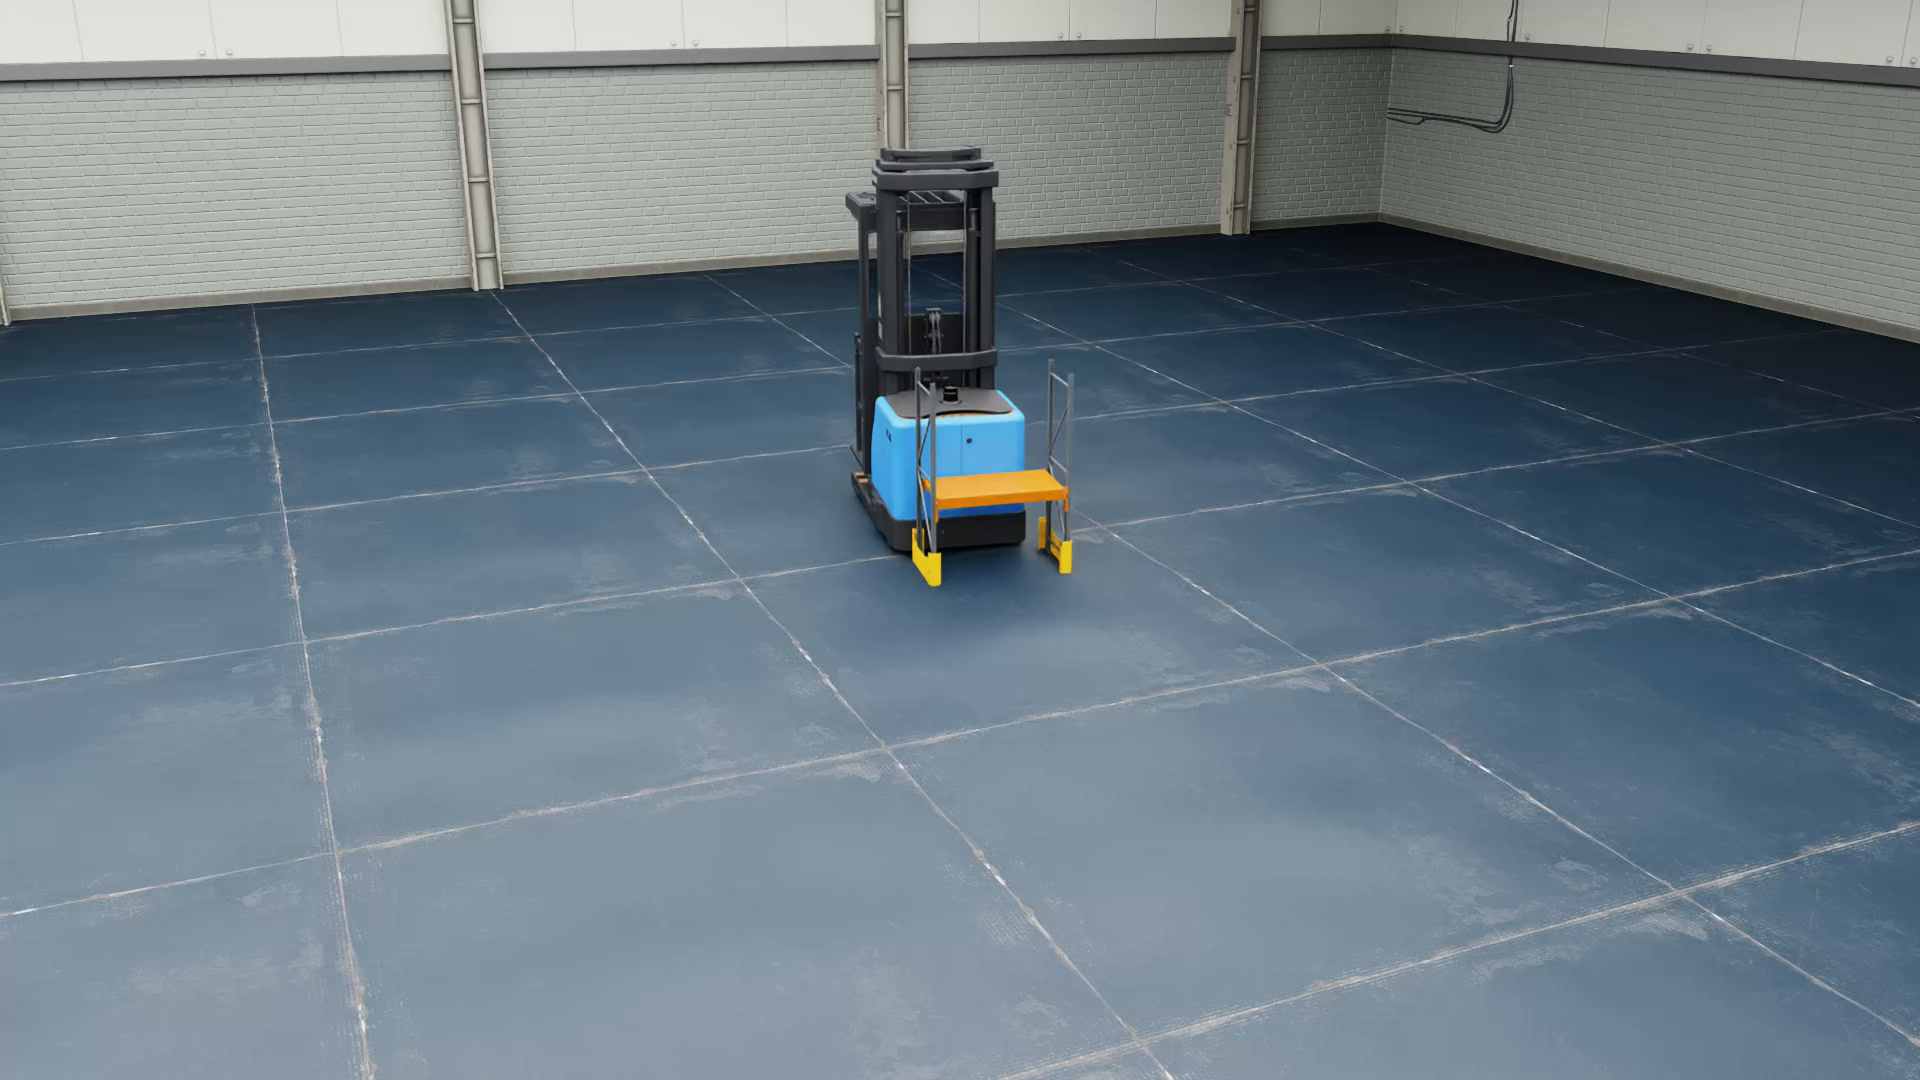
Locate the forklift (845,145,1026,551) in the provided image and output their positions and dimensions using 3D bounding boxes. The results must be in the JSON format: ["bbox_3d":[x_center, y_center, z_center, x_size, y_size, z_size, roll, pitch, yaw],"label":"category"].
[{"bbox_3d":[-0.313,-1.755,13.594,1.130,2.935,3.031,-4,20,-12],"label":"forklift"}]

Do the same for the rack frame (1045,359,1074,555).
[{"bbox_3d":[0.734,-0.551,12.329,0.032,1.500,0.500,-5,20,-14],"label":"rack frame"}]

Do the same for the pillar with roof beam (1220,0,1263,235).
[{"bbox_3d":[6.224,-7.981,22.138,0.400,9.000,9.100,-8,21,-22],"label":"pillar with roof beam"}]

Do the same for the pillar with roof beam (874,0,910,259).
[{"bbox_3d":[0.715,-7.191,19.897,0.400,9.000,9.100,-8,21,-22],"label":"pillar with roof beam"}]

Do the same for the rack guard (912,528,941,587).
[{"bbox_3d":[-0.247,0.125,12.291,0.087,0.250,0.587,-5,20,-14],"label":"rack guard"}]

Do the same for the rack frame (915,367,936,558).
[{"bbox_3d":[-0.248,-0.465,12.083,0.032,1.500,0.500,-5,20,-14],"label":"rack frame"}]

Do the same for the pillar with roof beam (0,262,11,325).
[{"bbox_3d":[-10.303,-5.613,15.413,0.400,9.000,9.100,-8,21,-22],"label":"pillar with roof beam"}]

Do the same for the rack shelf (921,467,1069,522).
[{"bbox_3d":[0.243,-0.338,12.266,1.000,0.185,0.538,-5,20,-14],"label":"rack shelf"}]

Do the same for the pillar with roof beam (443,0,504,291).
[{"bbox_3d":[-4.794,-6.402,17.655,0.400,9.000,9.100,-8,21,-22],"label":"pillar with roof beam"}]

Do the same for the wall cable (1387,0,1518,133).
[{"bbox_3d":[7.748,-7.813,26.338,0.112,2.526,3.097,-8,21,-22],"label":"wall cable"}]

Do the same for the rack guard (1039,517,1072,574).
[{"bbox_3d":[0.716,0.040,12.531,0.087,0.250,0.587,-5,20,-14],"label":"rack guard"}]

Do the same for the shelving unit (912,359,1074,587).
[{"bbox_3d":[0.234,-0.507,12.204,1.083,1.500,0.587,-5,20,-14],"label":"shelving unit"}]
